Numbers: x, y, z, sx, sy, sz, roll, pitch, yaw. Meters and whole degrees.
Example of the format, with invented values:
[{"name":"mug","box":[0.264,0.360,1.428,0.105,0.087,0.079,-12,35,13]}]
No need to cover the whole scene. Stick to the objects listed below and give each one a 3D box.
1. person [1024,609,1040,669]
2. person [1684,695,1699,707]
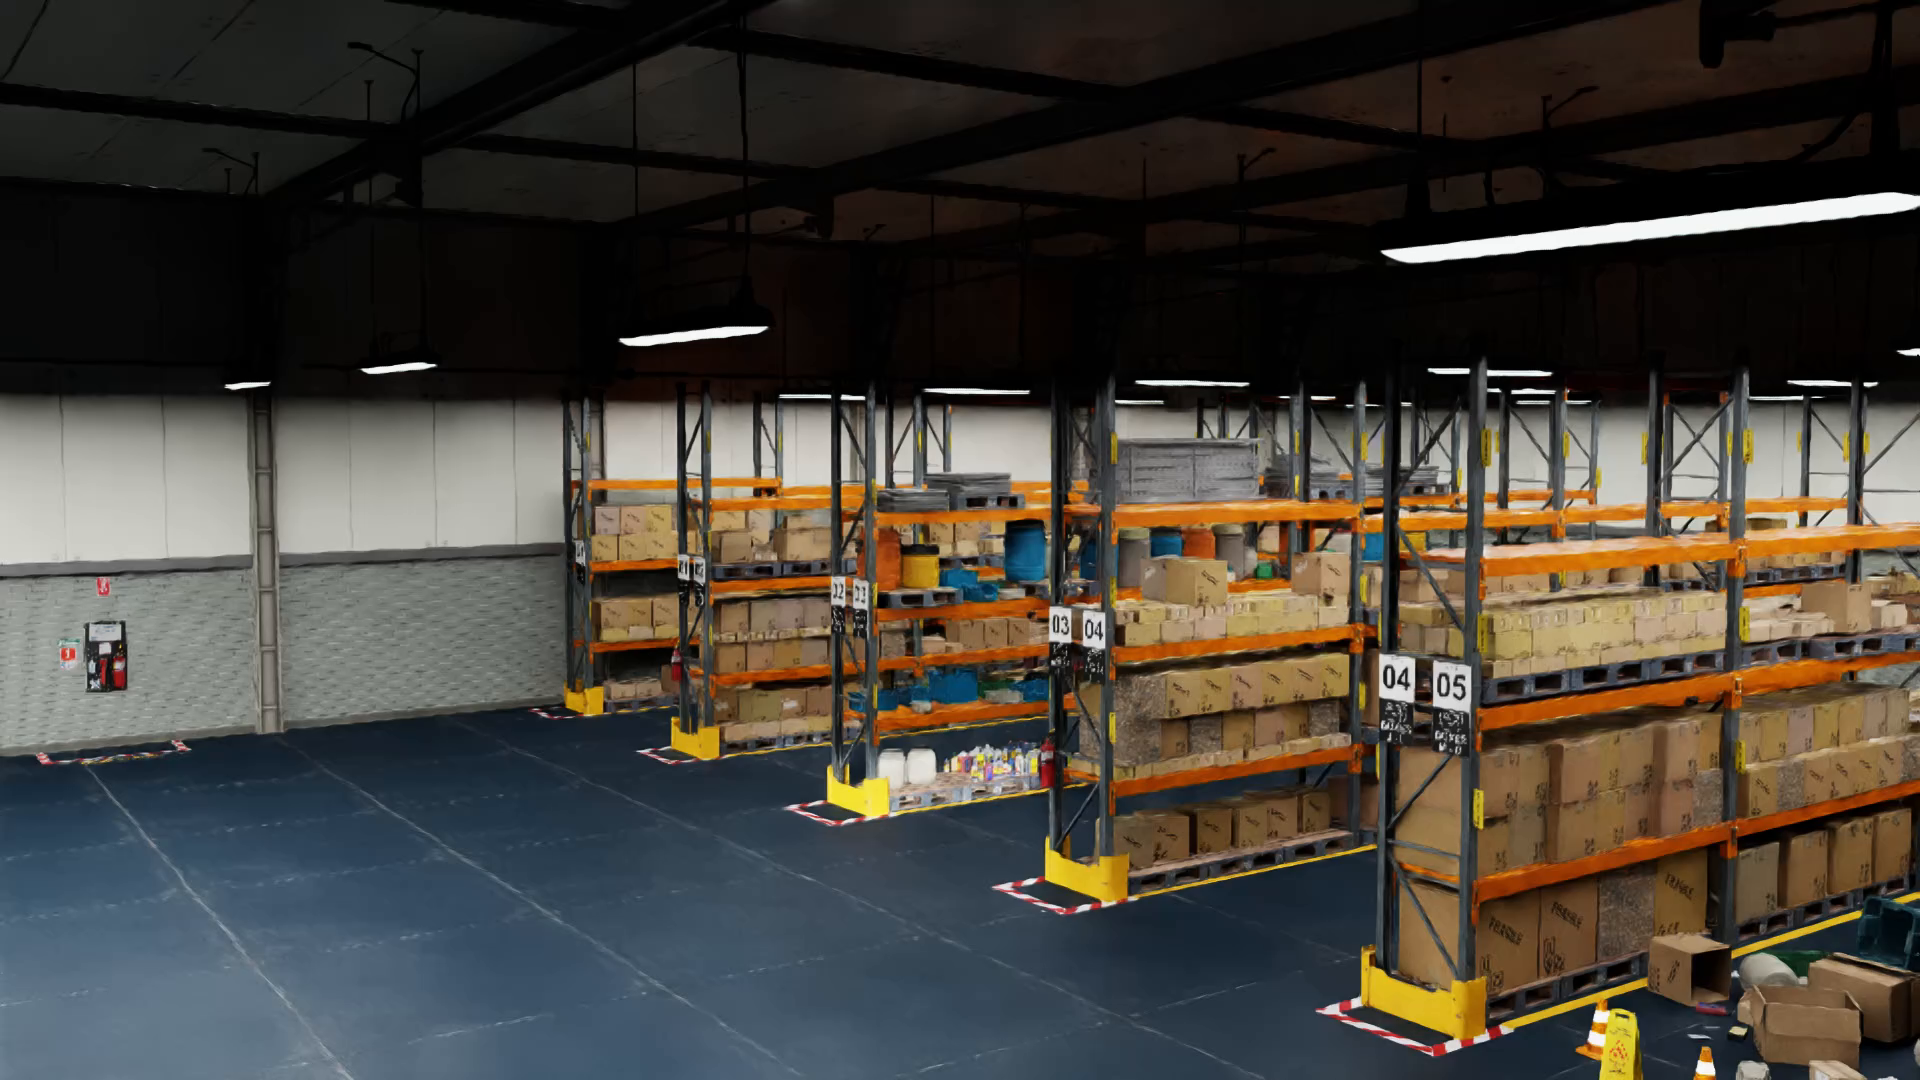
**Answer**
[{"name":"person","box":[1.453,2.205,32.864,0.431,1.677,0.499,2,4,24]},{"name":"person","box":[9.843,2.896,22.486,0.523,1.640,0.464,0,4,-5]}]
